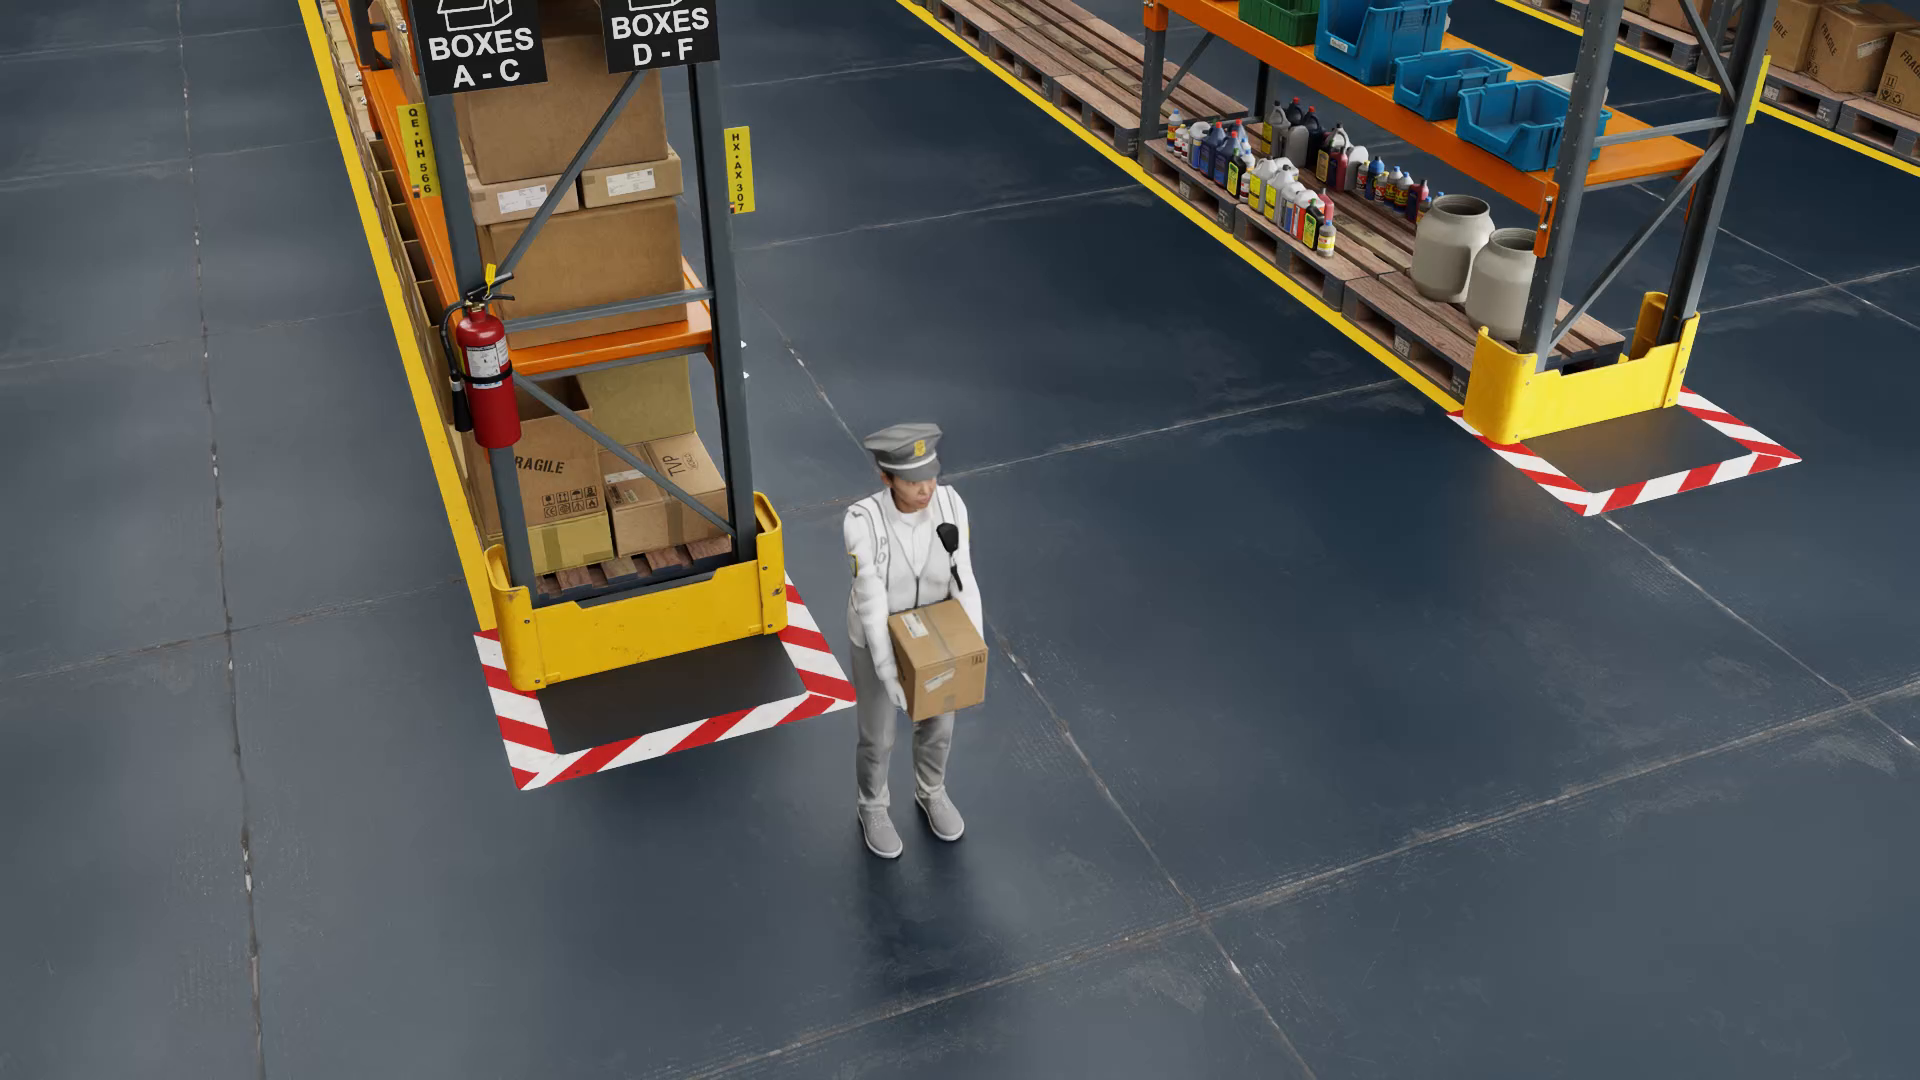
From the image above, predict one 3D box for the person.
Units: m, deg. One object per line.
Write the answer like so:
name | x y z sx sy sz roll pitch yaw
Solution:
person | -0.145 0.375 5.569 0.417 1.682 0.528 -14 36 -20
